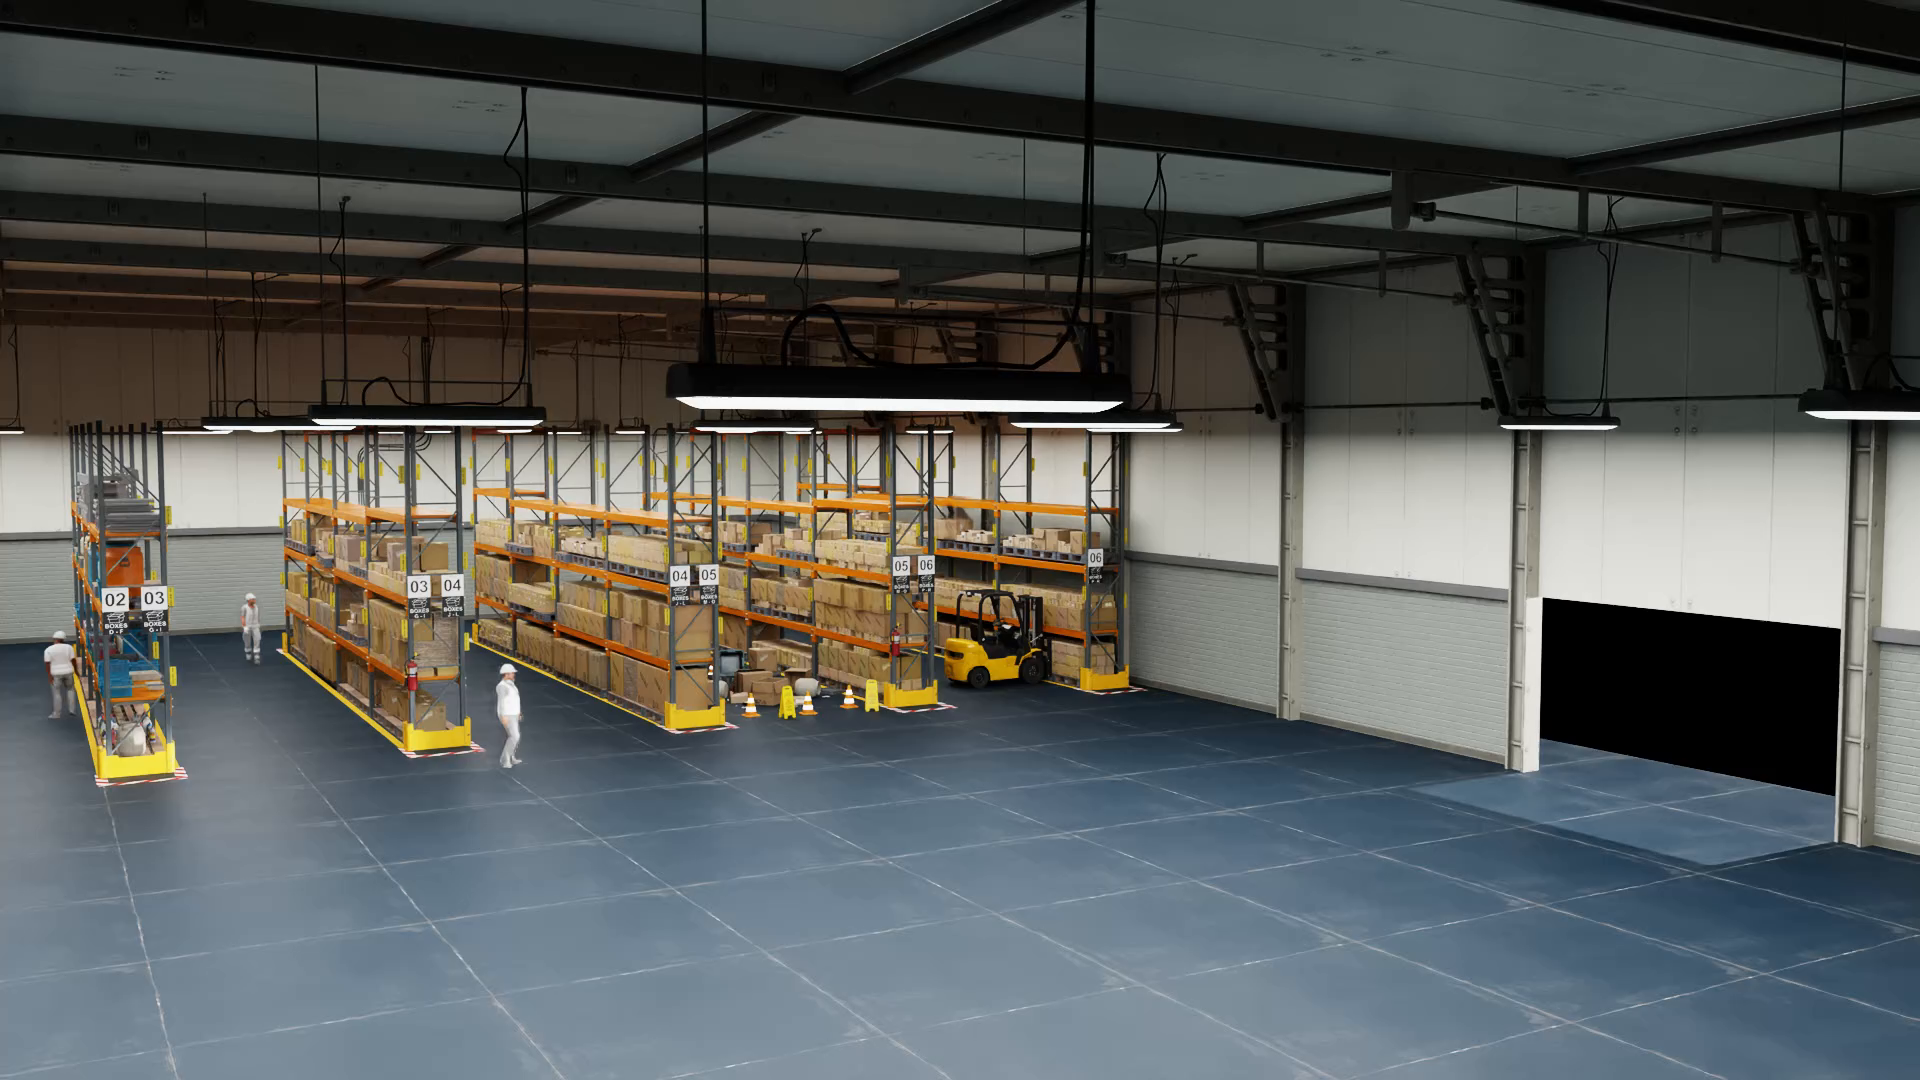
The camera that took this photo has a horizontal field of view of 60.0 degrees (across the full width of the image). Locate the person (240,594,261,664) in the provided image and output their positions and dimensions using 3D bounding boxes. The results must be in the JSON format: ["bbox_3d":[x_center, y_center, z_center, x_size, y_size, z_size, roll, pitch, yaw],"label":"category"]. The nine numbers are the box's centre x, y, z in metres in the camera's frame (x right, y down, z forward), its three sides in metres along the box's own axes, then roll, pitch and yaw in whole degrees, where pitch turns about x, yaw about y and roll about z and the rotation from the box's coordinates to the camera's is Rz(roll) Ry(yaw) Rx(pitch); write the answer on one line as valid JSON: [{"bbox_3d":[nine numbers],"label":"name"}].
[{"bbox_3d":[-17.944,2.233,42.065,0.484,1.749,0.994,-2,4,-29],"label":"person"}]

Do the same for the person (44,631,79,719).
[{"bbox_3d":[-18.283,2.730,33.849,0.660,1.769,0.384,-3,5,-44],"label":"person"}]

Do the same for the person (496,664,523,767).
[{"bbox_3d":[-7.873,3.077,29.096,0.408,1.825,0.580,0,4,3],"label":"person"}]
